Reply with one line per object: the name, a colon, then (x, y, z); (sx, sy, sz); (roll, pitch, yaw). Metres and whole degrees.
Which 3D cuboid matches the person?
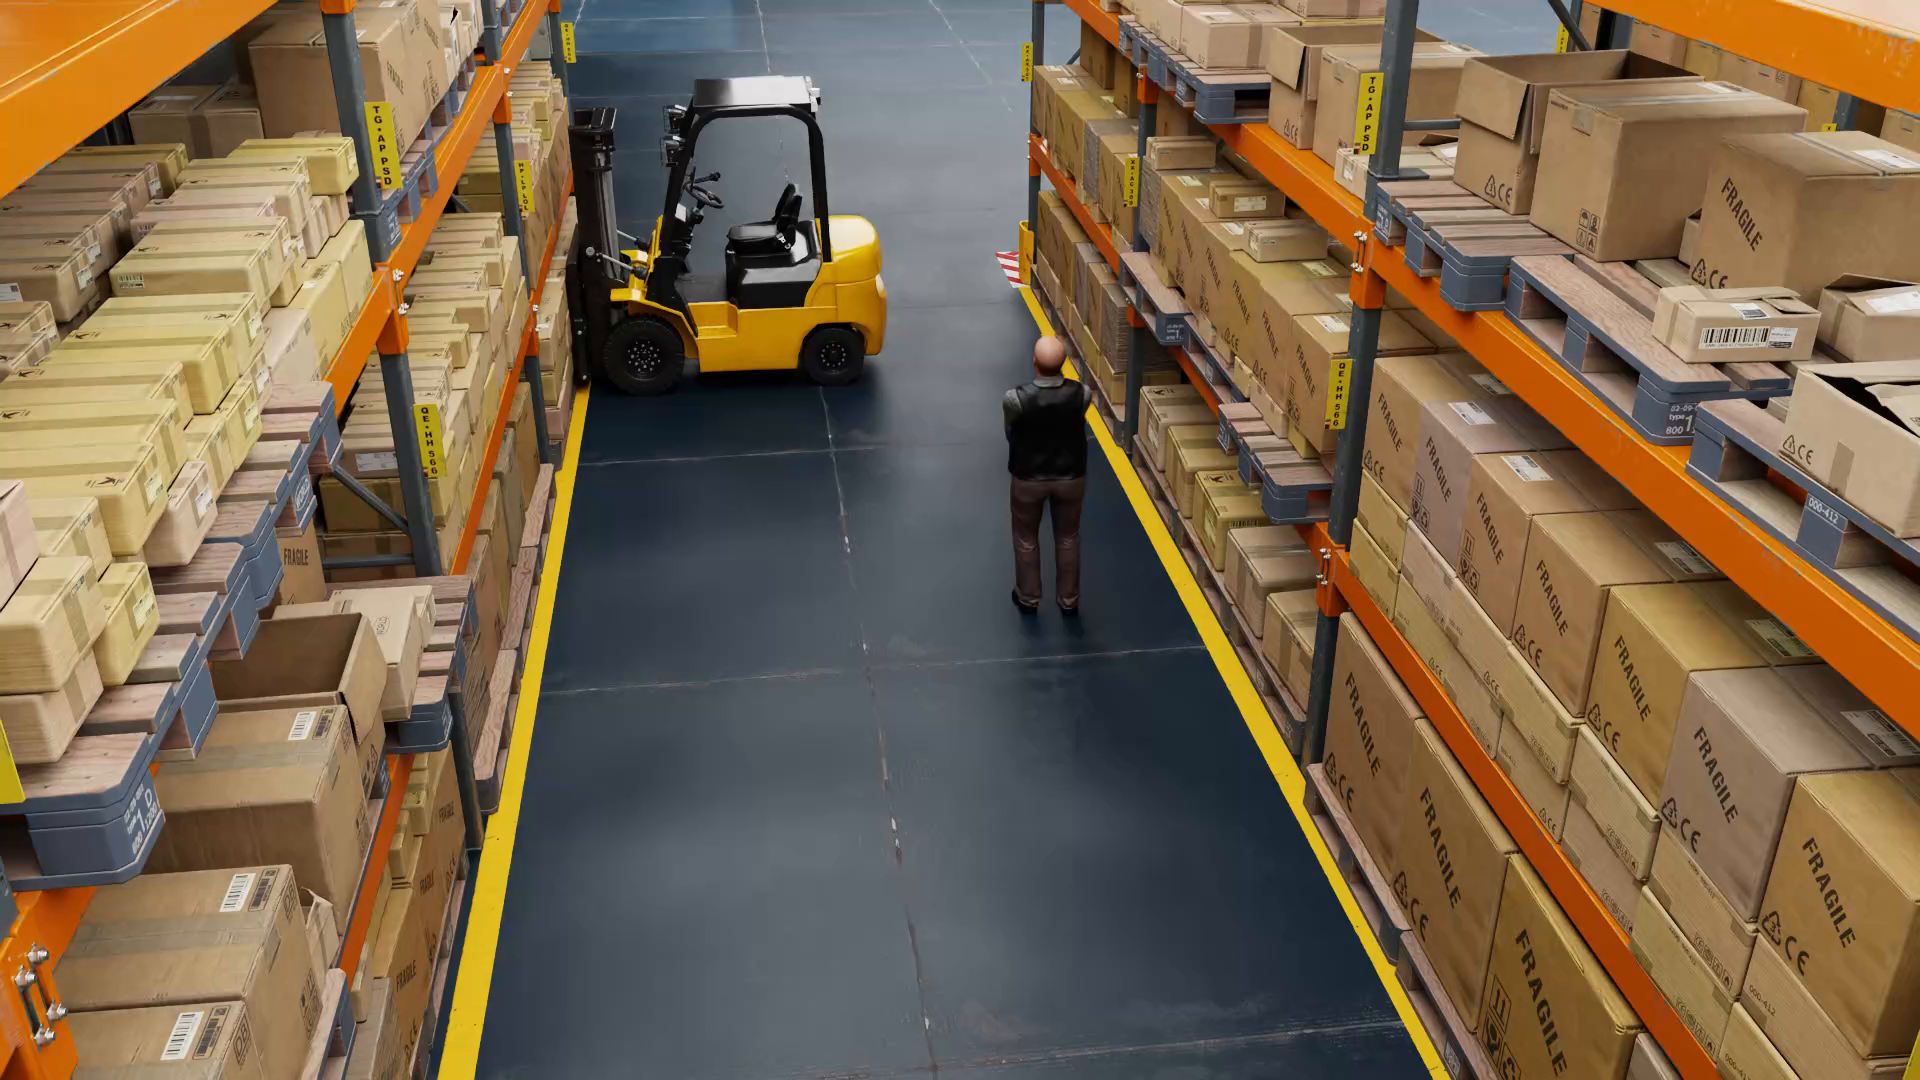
person: (0.463, -0.394, 9.429); (0.494, 1.712, 0.551); (-4, 27, -7)
